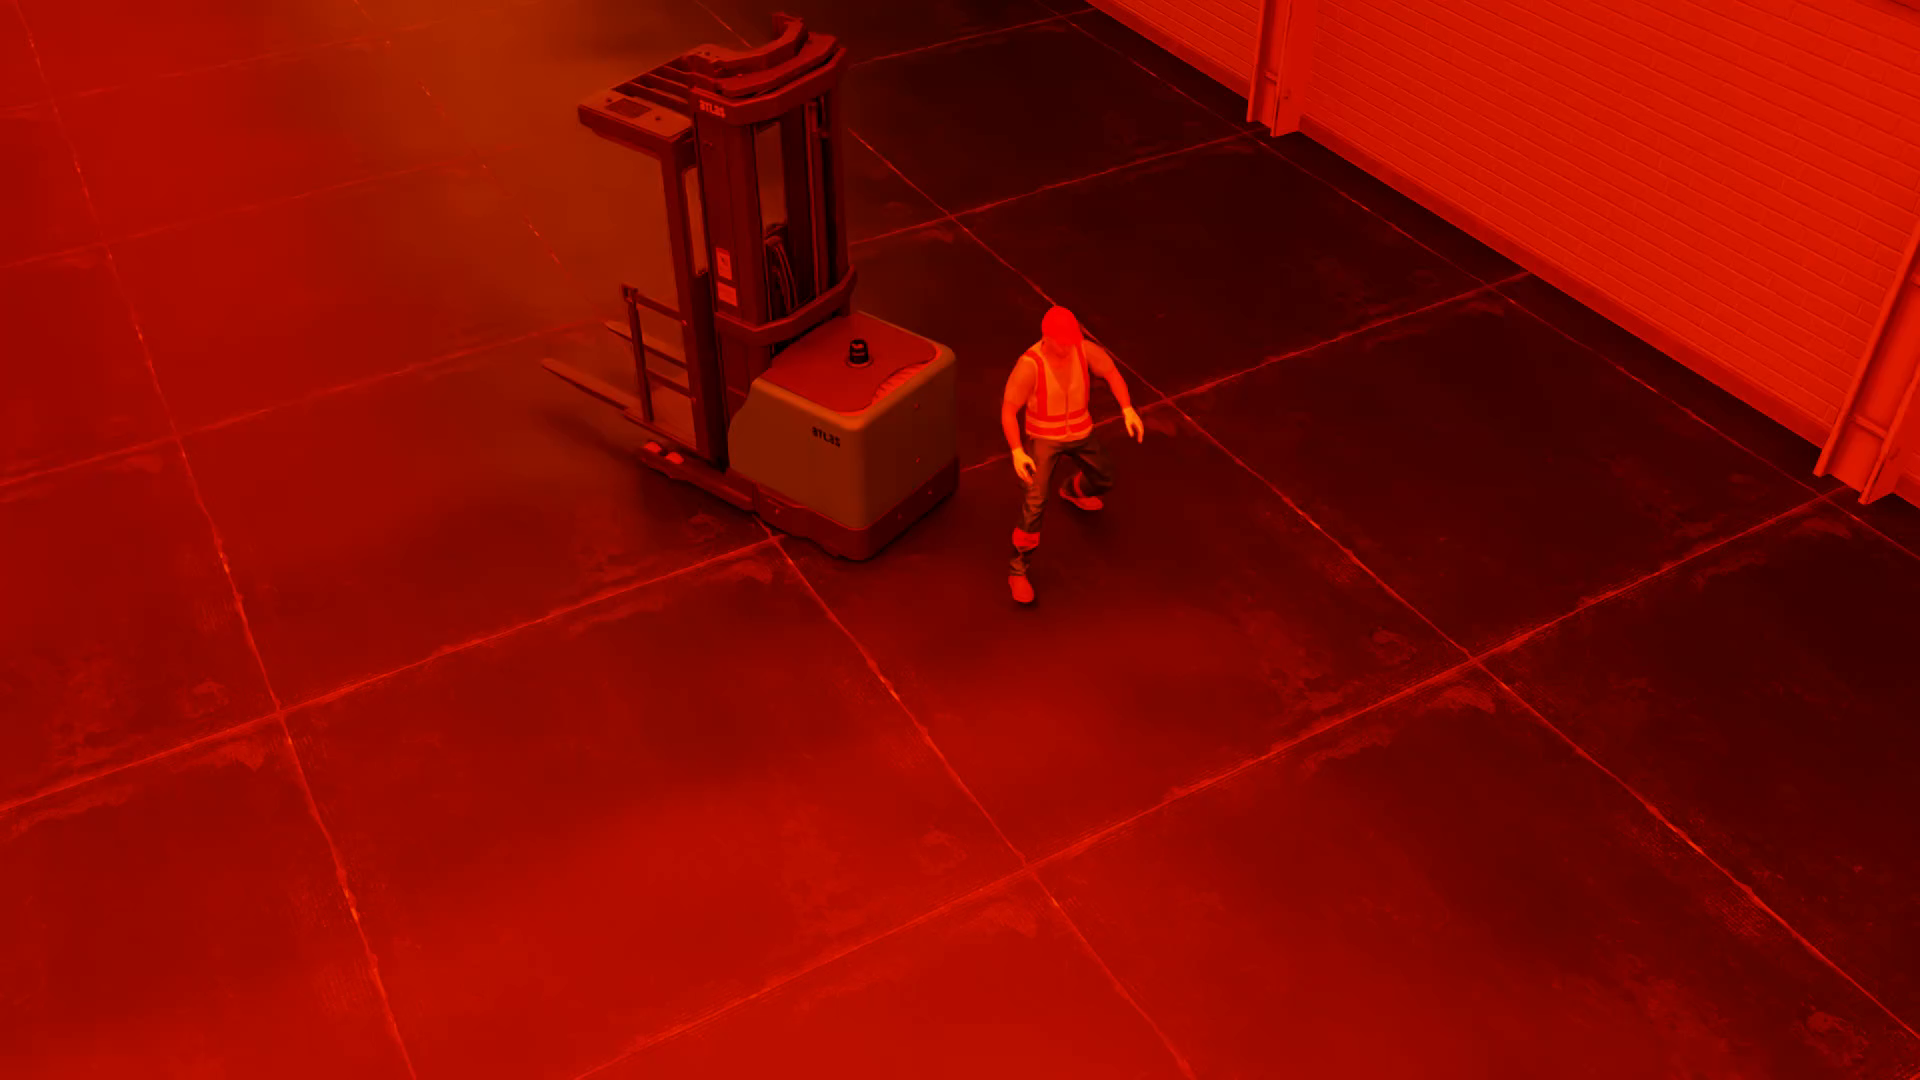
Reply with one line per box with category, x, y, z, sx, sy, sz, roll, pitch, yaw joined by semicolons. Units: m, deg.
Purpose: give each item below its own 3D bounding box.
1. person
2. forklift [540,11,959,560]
person;0.621;-0.574;9.760;0.932;1.628;0.918;-14;42;-16
forklift;-1.491;-1.771;10.171;3.031;2.935;1.130;26;46;28
